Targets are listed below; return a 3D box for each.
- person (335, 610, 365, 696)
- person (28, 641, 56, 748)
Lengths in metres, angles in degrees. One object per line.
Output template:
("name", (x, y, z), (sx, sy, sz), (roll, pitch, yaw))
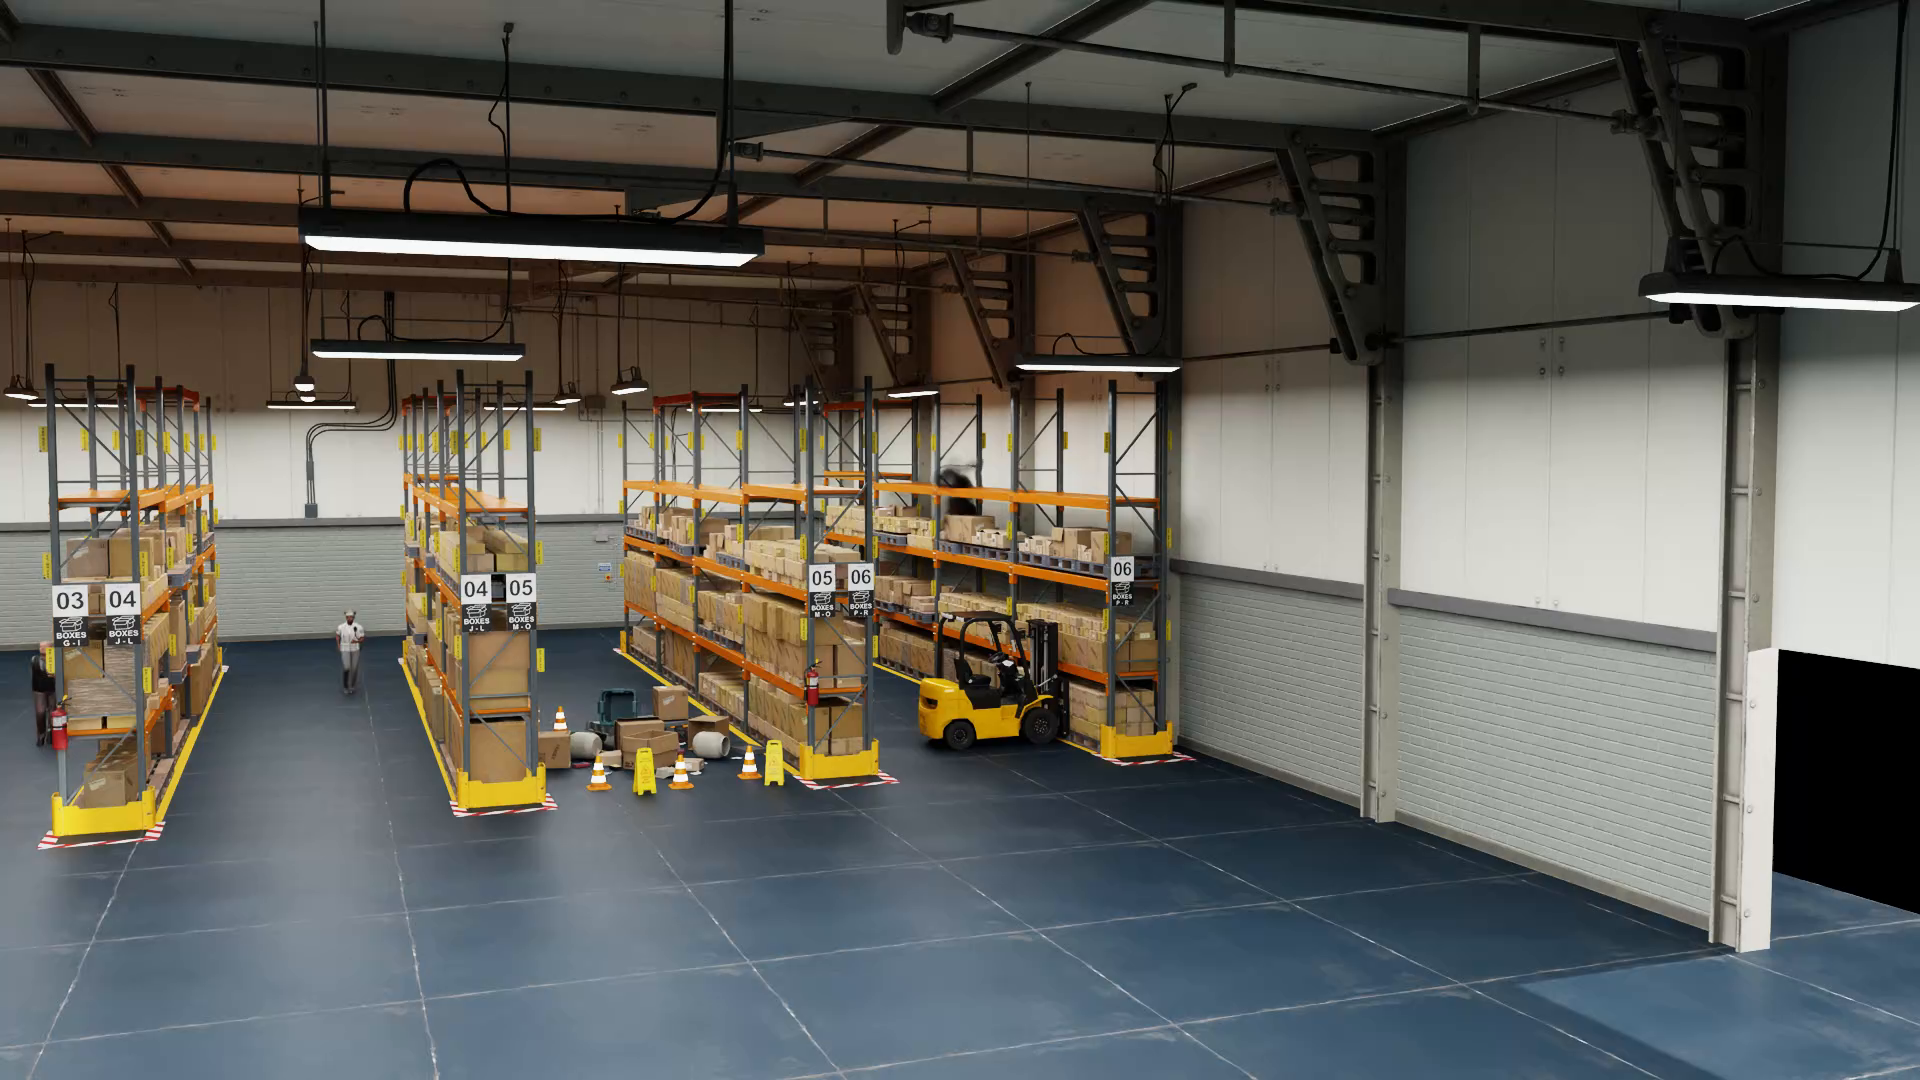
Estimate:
("person", (-12.106, 2.234, 33.034), (0.542, 1.715, 0.681), (-1, 4, -22))
("person", (-15.087, 2.552, 27.524), (0.625, 1.787, 0.763), (-1, 4, -21))
